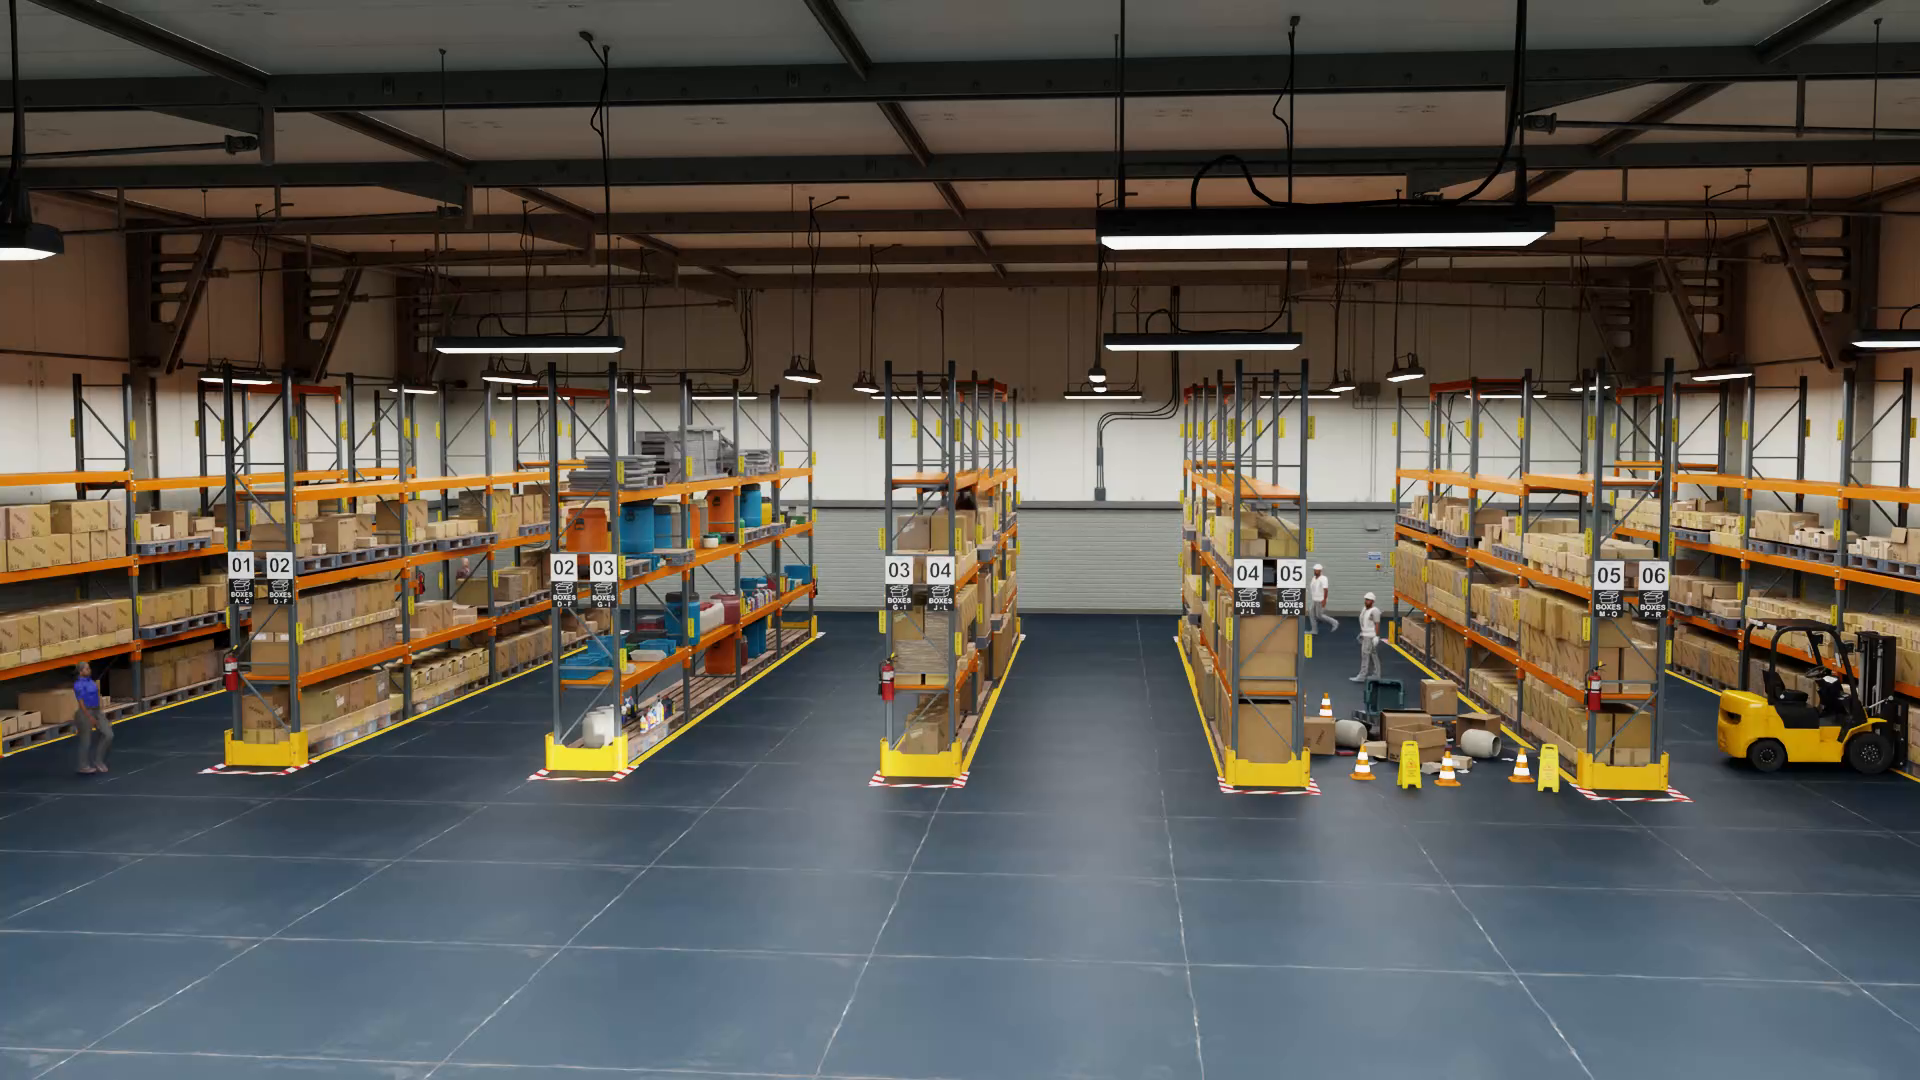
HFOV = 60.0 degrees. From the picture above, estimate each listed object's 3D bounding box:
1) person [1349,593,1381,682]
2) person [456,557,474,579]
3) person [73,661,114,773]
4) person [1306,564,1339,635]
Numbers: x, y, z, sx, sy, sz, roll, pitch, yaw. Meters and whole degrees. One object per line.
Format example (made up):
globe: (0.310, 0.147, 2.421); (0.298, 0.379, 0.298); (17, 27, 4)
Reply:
person: (8.095, 1.933, 33.233); (0.629, 1.776, 0.598); (1, 4, 9)
person: (-12.560, 1.356, 42.310); (0.637, 1.693, 0.574); (1, 4, 8)
person: (-12.643, 2.596, 24.163); (0.495, 1.661, 0.463); (1, 4, 15)
person: (8.859, 1.458, 40.692); (0.770, 1.736, 0.671); (0, 4, -6)
